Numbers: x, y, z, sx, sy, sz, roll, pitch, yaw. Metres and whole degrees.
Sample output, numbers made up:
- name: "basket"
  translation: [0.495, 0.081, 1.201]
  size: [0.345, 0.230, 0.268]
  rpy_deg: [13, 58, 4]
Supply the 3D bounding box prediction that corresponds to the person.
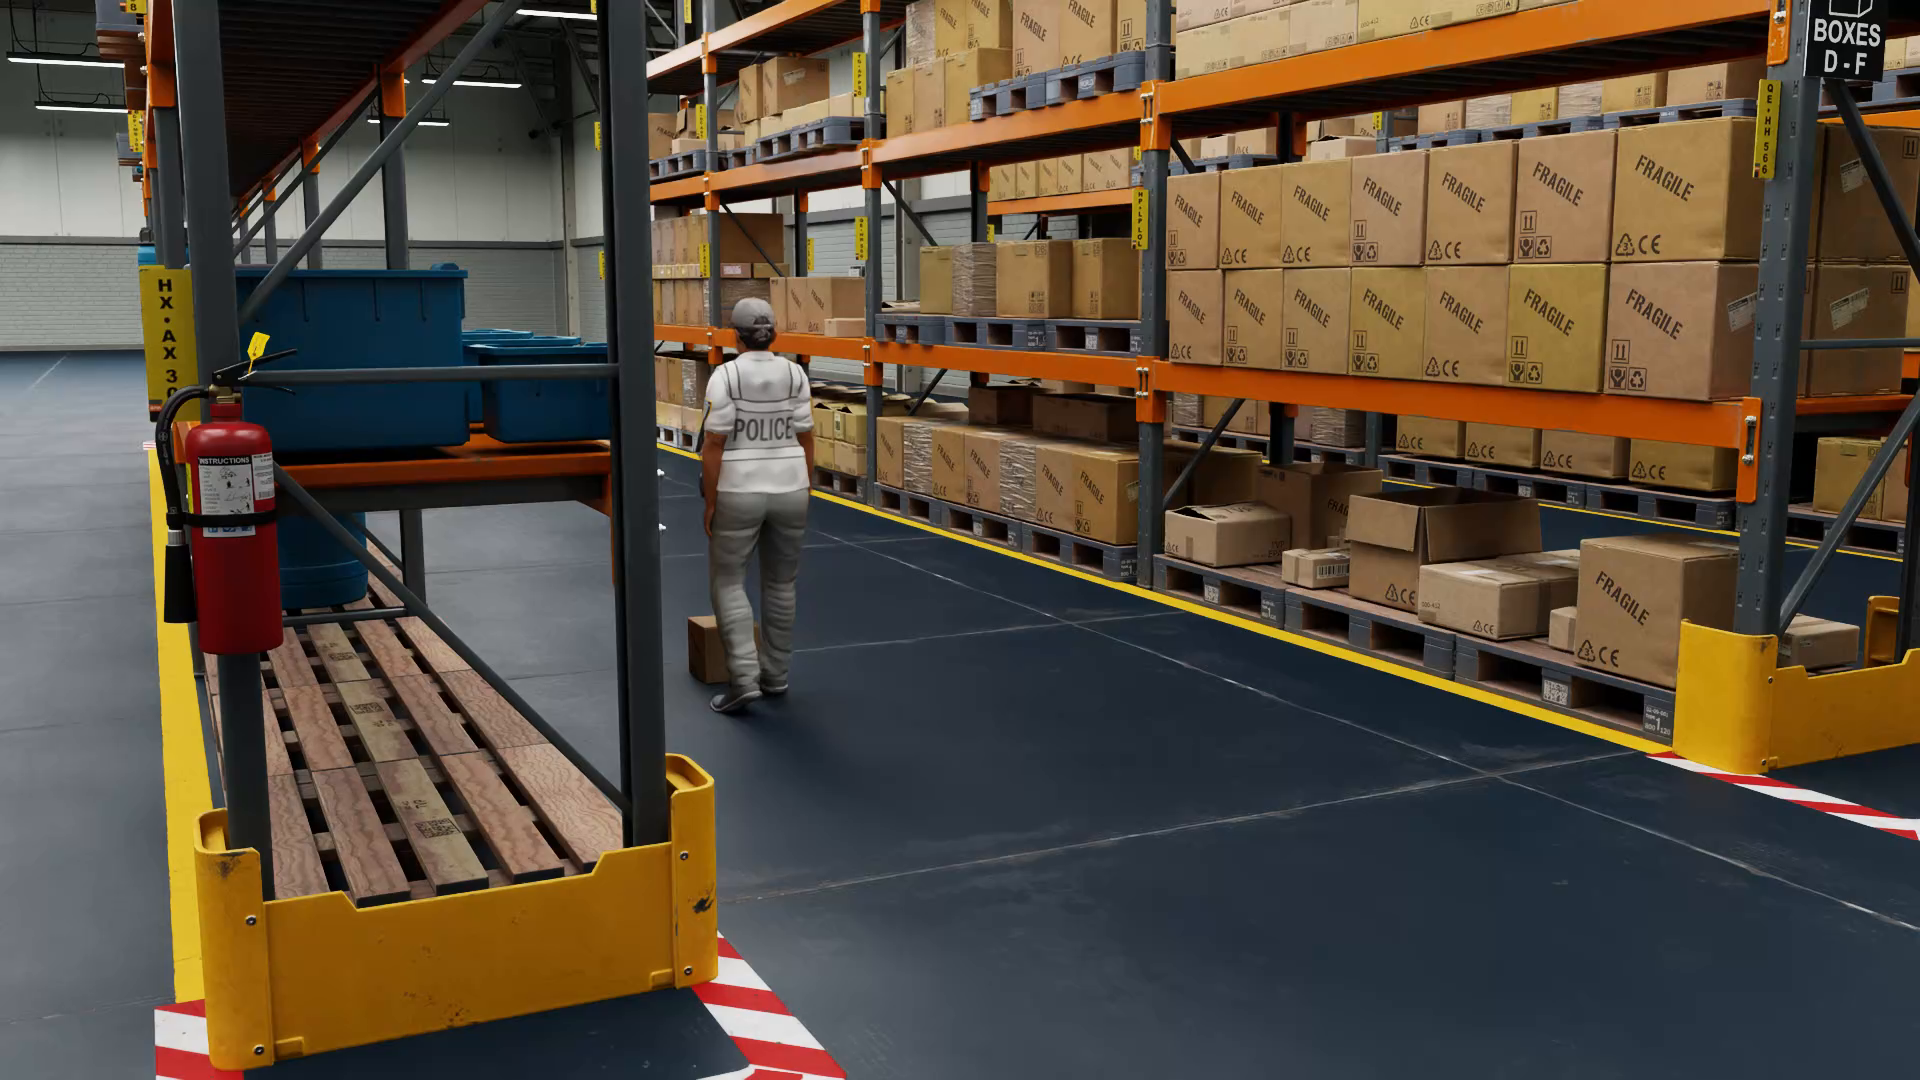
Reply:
- name: "person"
  translation: [-0.841, -0.151, 6.861]
  size: [0.488, 1.685, 0.596]
  rpy_deg: [-4, 10, -25]
